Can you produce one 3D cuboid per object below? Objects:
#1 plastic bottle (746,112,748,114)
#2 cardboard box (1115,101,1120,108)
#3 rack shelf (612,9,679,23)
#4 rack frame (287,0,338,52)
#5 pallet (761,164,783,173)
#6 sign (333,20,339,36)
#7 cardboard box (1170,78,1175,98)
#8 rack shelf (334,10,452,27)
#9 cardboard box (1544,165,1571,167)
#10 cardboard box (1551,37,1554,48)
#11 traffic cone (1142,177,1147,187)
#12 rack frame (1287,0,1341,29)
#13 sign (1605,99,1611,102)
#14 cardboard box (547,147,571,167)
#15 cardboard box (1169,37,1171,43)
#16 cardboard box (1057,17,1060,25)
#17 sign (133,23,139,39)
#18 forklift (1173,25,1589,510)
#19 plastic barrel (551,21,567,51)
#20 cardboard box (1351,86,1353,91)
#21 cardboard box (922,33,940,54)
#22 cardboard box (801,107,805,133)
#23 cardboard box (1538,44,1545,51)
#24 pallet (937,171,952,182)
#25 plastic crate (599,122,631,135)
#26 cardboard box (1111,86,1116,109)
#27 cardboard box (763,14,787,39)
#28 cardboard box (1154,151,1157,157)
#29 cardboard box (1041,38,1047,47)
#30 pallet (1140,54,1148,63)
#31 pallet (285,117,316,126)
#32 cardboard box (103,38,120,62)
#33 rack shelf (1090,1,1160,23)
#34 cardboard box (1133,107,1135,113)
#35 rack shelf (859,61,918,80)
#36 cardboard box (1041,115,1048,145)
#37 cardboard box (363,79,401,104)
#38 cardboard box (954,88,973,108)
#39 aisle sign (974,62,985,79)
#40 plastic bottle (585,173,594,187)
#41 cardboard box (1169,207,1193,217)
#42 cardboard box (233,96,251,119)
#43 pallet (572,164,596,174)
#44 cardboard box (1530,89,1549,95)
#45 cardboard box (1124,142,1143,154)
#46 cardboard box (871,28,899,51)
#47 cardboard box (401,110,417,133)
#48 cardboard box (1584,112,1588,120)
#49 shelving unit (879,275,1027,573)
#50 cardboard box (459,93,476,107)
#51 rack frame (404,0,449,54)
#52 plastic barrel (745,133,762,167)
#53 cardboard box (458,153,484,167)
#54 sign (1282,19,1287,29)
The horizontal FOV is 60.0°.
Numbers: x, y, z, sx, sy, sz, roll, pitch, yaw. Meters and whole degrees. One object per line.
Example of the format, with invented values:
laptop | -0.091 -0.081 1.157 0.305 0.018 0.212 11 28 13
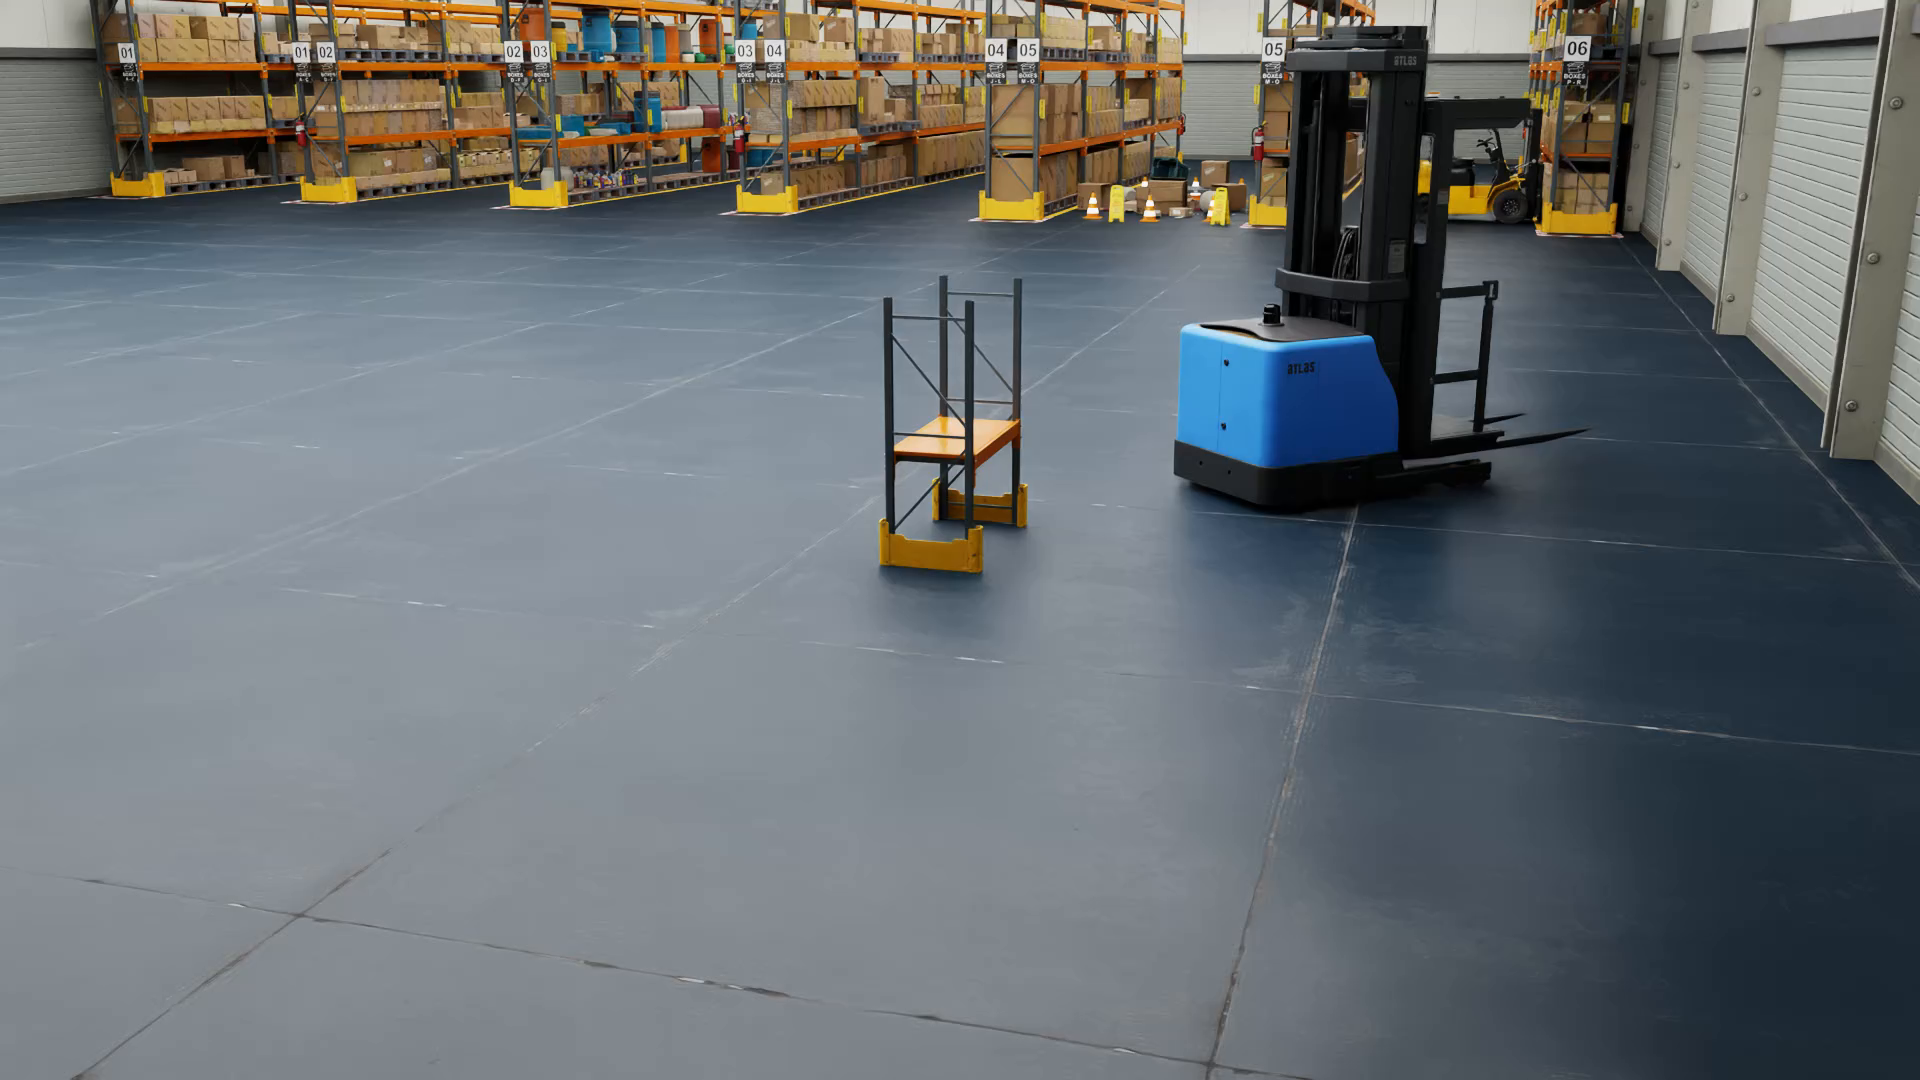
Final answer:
plastic bottle | -5.657 -11.191 44.002 0.061 0.283 0.133 5 16 16
cardboard box | 3.552 -9.978 38.111 0.380 0.149 0.250 5 16 16
rack shelf | -9.285 -14.792 46.814 1.077 0.370 4.000 5 16 16
rack frame | -13.264 -11.477 33.802 1.000 3.000 0.127 5 16 16
pallet | -5.365 -9.805 44.011 1.003 0.211 1.213 5 16 16
sign | -12.733 -10.448 33.924 0.100 0.325 0.005 5 16 16
cardboard box | 5.332 -11.860 43.587 0.500 0.500 0.500 6 17 19
rack shelf | -15.172 -13.938 44.529 1.077 0.370 4.000 5 16 16
cardboard box | 10.908 -6.710 30.425 0.500 0.250 0.500 5 17 18
cardboard box | 11.603 -9.574 31.801 0.500 0.311 0.500 4 16 14
traffic cone | 3.926 -7.470 35.319 0.336 0.463 0.334 5 16 16
rack frame | 6.871 -10.986 32.070 1.000 3.000 0.127 5 16 16
sign | 12.164 -8.128 31.256 0.100 0.325 0.005 5 16 16
cardboard box | -10.443 -9.927 43.106 0.500 0.500 0.500 4 16 14
cardboard box | 5.236 -12.889 42.905 0.380 0.149 0.250 4 16 14
cardboard box | 1.650 -9.695 31.063 0.380 0.149 0.250 4 16 15
sign | -17.494 -10.795 35.294 0.100 0.325 0.005 5 16 16
forklift | 2.970 -1.865 11.033 3.031 2.935 1.130 -8 18 -27
plastic barrel | -8.313 -10.249 33.856 0.600 0.588 0.600 0 16 0
cardboard box | 8.514 -9.916 37.276 0.500 0.500 0.500 5 16 16
cardboard box | -0.933 -12.146 40.697 0.797 0.503 0.637 4 16 15
cardboard box | -3.557 -8.295 32.848 0.875 0.500 0.500 5 16 16
cardboard box | 13.026 -10.930 36.876 0.380 0.149 0.250 5 17 17
pallet | -0.848 -9.092 41.496 1.003 0.211 1.213 5 16 16
plastic crate | -7.433 -8.870 35.877 0.499 0.251 0.616 5 16 16
cardboard box | 3.096 -9.916 37.277 0.700 0.500 0.500 5 16 16
cardboard box | -3.569 -10.122 32.875 0.500 0.500 0.500 5 16 16
cardboard box | 4.802 -9.808 42.277 0.380 0.149 0.250 5 17 19
cardboard box | 1.365 -9.048 30.242 0.380 0.149 0.250 5 17 16
pallet | 3.801 -11.478 39.646 1.213 0.211 1.003 5 16 16
pallet | -16.264 -10.454 41.539 1.003 0.211 1.213 5 16 16
cardboard box | -18.138 -10.604 35.999 0.500 0.500 0.500 6 17 20
rack shelf | 3.802 -12.374 39.017 1.077 0.370 4.000 5 16 16
cardboard box | 3.928 -10.176 39.354 0.380 0.149 0.250 4 16 15
rack shelf | -2.062 -10.488 37.131 1.077 0.370 4.000 5 16 16
cardboard box | 1.157 -7.729 31.307 0.875 0.550 0.550 5 16 16
cardboard box | -12.675 -9.799 36.319 0.700 0.500 0.500 5 16 16
cardboard box | 0.025 -11.498 43.226 0.500 0.500 0.500 5 16 16
aisle sign | 0.513 -13.300 46.460 0.394 0.787 0.004 5 16 16
plastic bottle | -8.031 -7.809 36.049 0.152 0.276 0.135 5 16 16
cardboard box | 4.170 -6.181 31.349 0.250 0.149 0.380 -15 21 -41
cardboard box | -16.852 -10.040 38.593 0.500 0.500 0.500 5 16 16
pallet | -10.393 -9.853 44.180 1.003 0.211 1.213 5 16 16
cardboard box | 14.228 -10.797 40.752 0.500 0.500 0.500 5 17 17
cardboard box | 4.105 -9.423 39.991 0.500 0.250 0.500 4 16 13
cardboard box | -1.680 -11.239 37.359 0.500 0.500 0.500 5 17 17
cardboard box | -12.537 -9.299 36.935 0.700 0.500 0.500 5 17 17
cardboard box | 11.349 -7.569 29.644 0.380 0.149 0.250 4 16 14
shelving unit | -0.022 -0.702 9.554 0.587 1.500 1.083 5 16 16
cardboard box | -14.434 -12.398 47.495 0.980 0.700 0.700 5 17 17
rack frame | -12.127 -12.523 37.491 1.000 3.000 0.127 5 16 16
plastic barrel | -5.478 -10.211 43.410 0.600 0.901 0.708 5 16 16
cardboard box | -11.623 -9.006 39.324 0.500 0.311 0.500 4 16 15
sign | 6.338 -10.023 32.503 0.100 0.325 0.005 5 16 16
